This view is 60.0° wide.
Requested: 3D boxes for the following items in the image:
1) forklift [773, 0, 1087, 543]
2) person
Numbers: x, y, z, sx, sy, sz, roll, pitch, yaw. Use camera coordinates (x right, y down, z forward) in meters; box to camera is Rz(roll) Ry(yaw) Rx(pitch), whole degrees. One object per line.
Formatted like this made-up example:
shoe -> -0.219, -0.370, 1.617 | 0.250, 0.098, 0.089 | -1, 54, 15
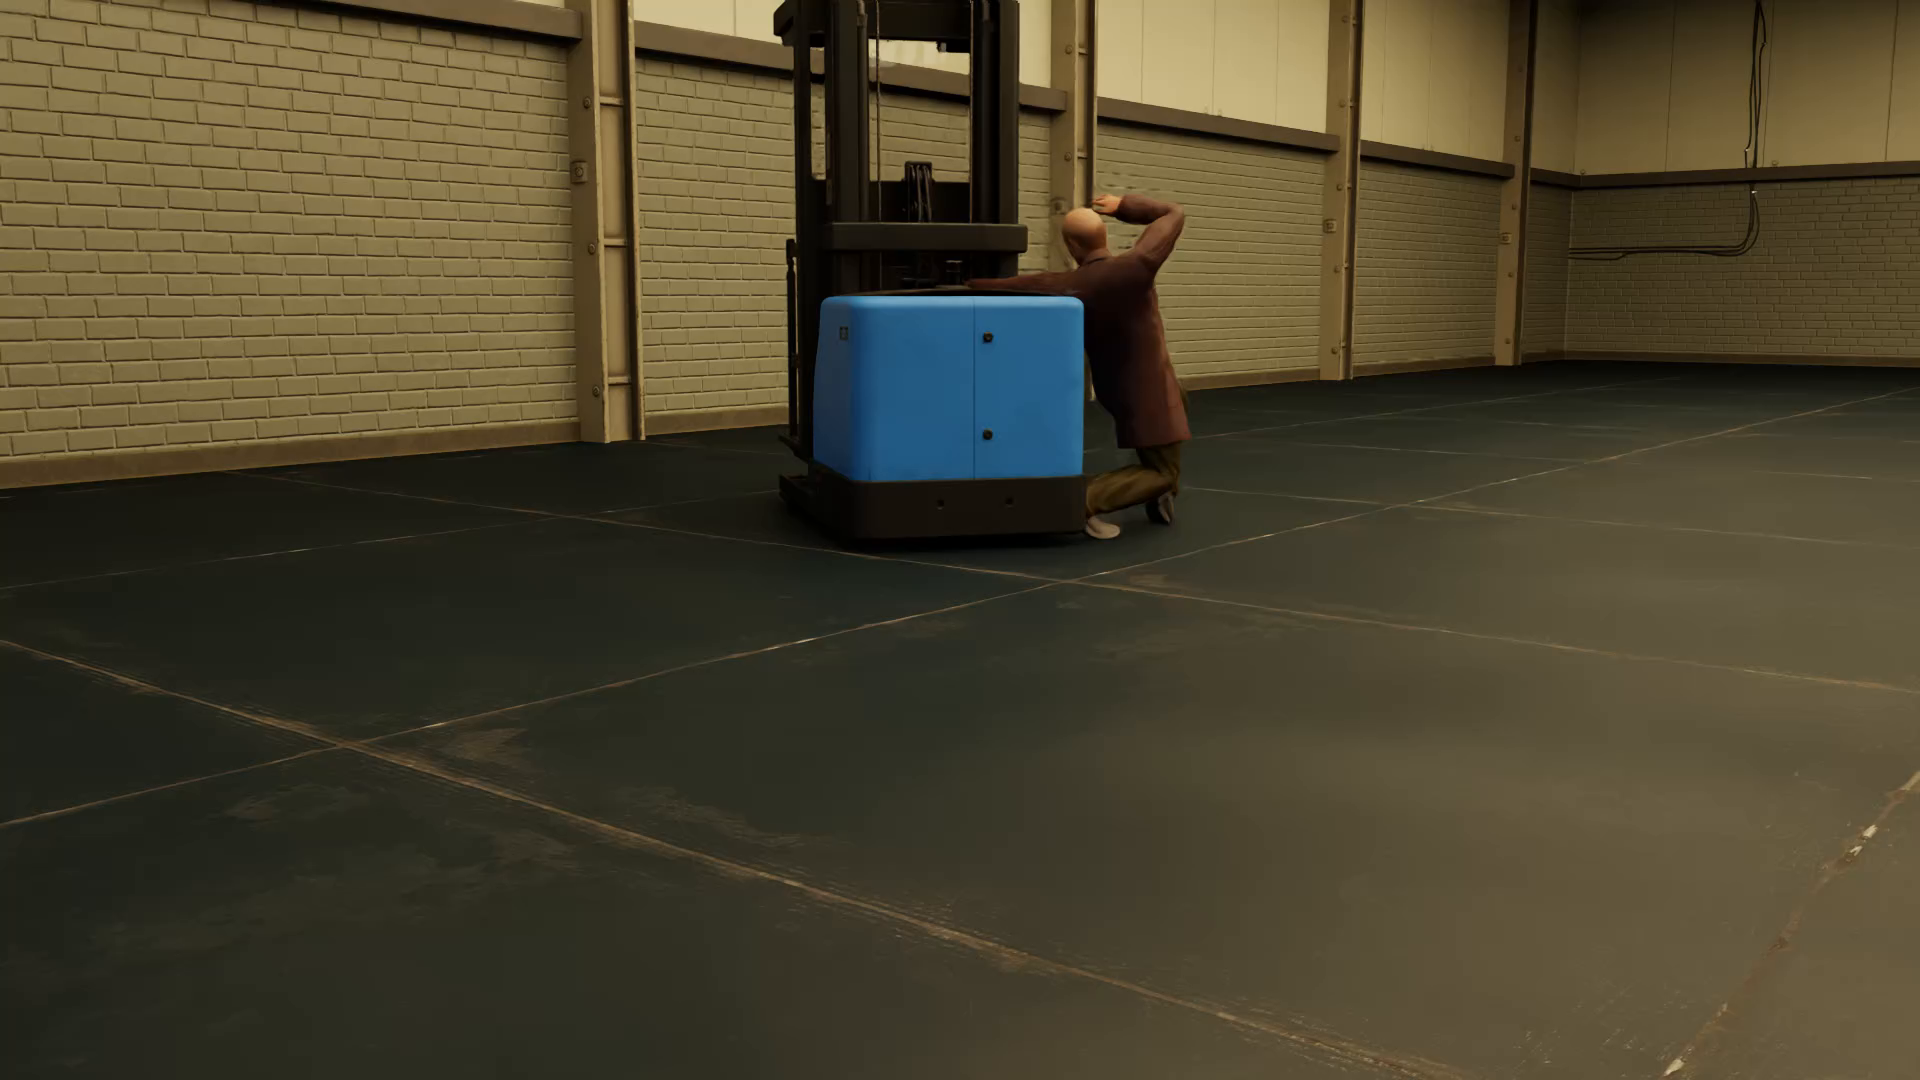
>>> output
forklift -> -0.315, -1.611, 8.291 | 1.130, 2.935, 3.031 | -2, 9, -14
person -> 0.602, -0.813, 7.767 | 0.930, 1.568, 1.153 | -7, 11, -41
